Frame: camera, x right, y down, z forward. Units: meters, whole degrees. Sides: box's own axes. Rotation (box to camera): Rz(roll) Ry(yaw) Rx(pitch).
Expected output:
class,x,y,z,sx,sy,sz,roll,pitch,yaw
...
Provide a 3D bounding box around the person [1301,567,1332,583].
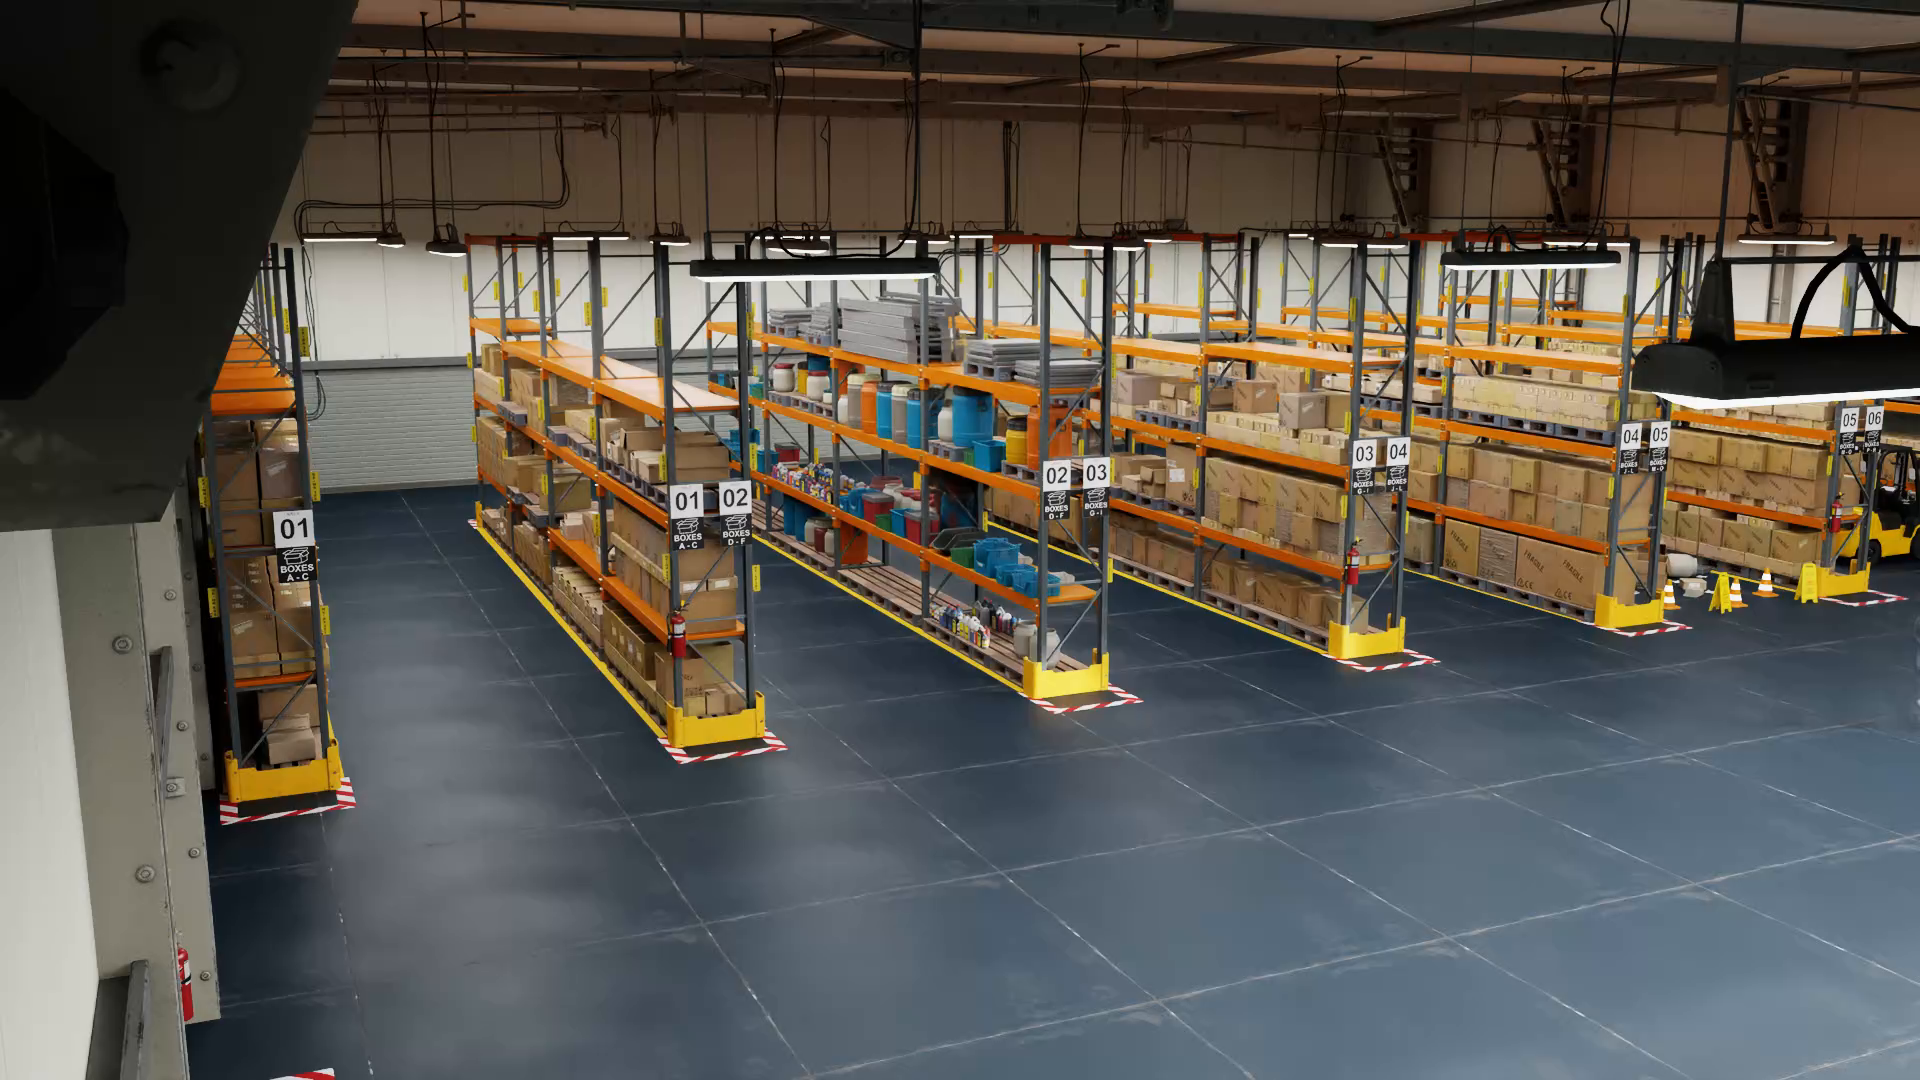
class,x,y,z,sx,sy,sz,roll,pitch,yaw
person,6.347,-0.205,29.453,0.633,1.804,0.928,-6,13,-29
